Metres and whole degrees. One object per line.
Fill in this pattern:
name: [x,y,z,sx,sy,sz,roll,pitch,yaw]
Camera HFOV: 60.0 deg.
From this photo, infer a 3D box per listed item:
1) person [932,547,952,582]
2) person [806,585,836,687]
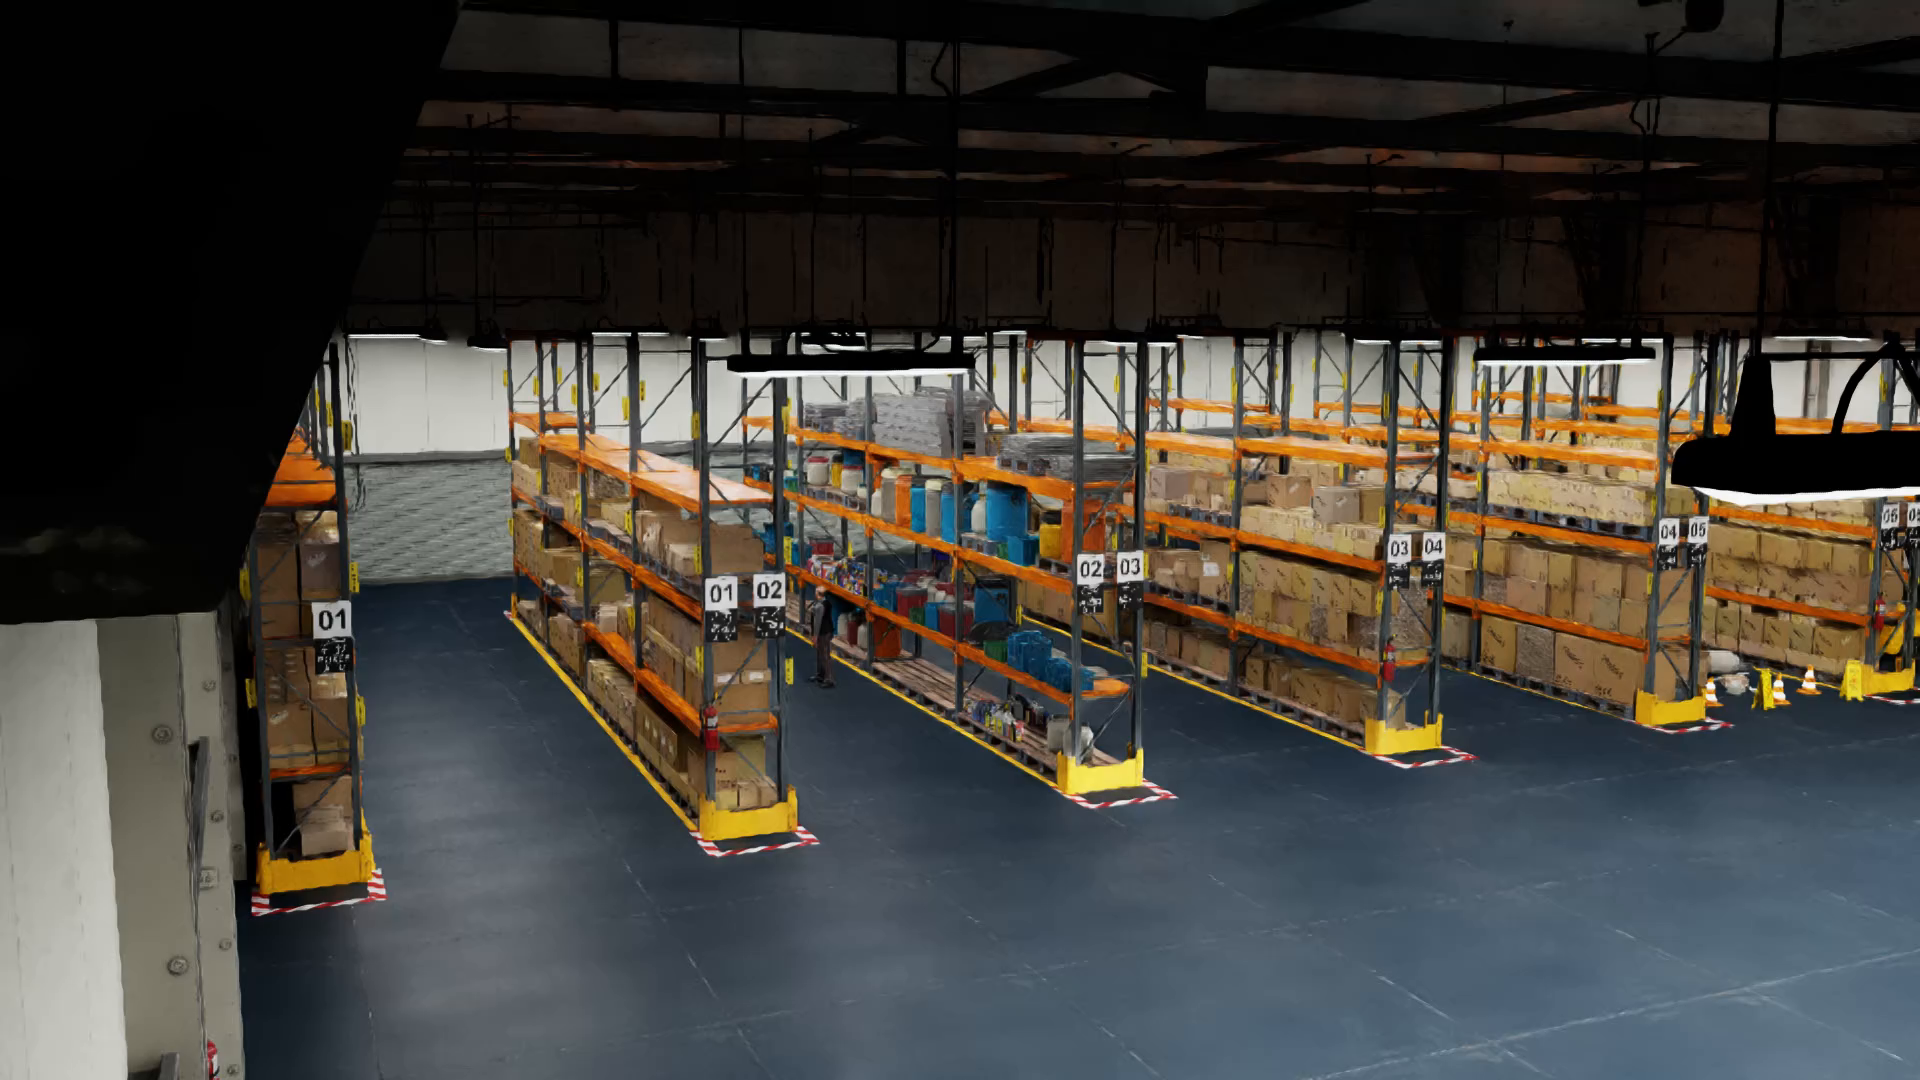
person: [-0.410,0.532,36.815,0.447,1.574,1.088,-3,8,-20]
person: [-2.382,1.612,28.370,0.576,1.718,0.626,1,8,10]
